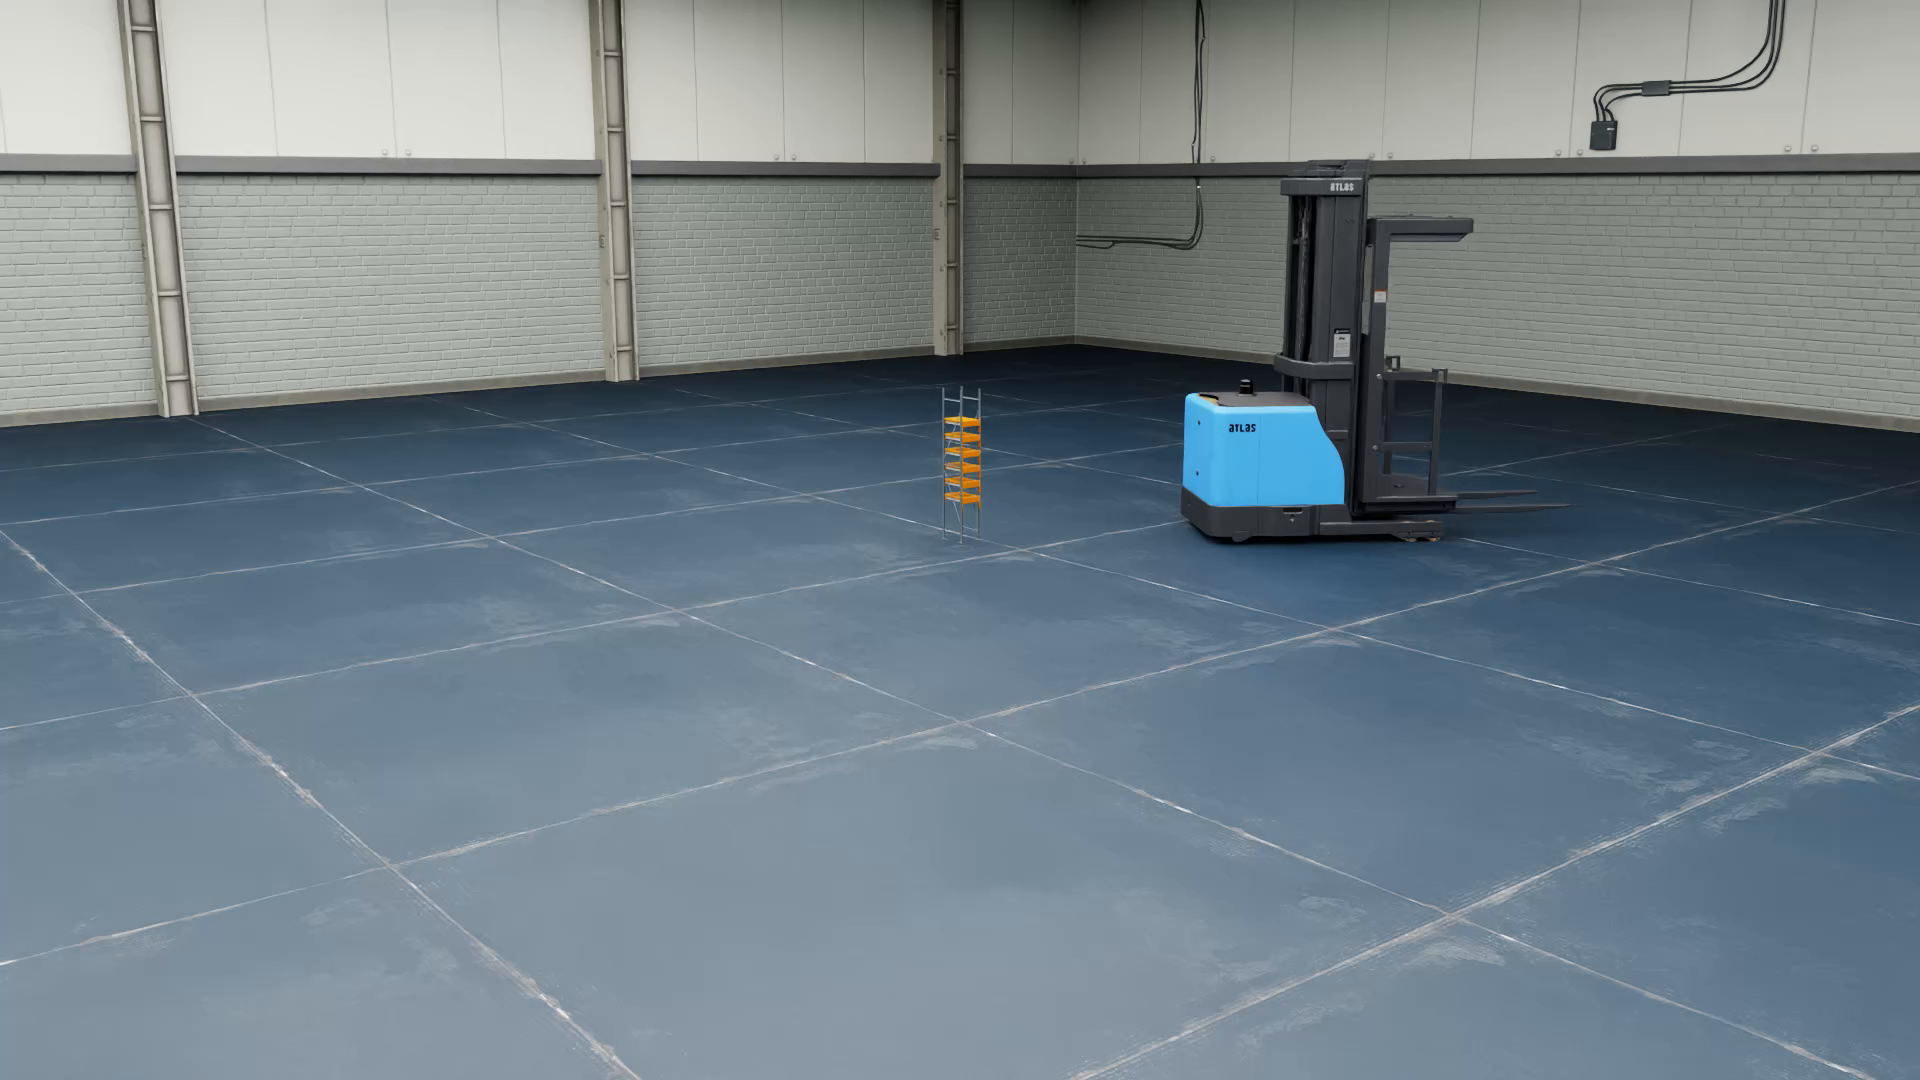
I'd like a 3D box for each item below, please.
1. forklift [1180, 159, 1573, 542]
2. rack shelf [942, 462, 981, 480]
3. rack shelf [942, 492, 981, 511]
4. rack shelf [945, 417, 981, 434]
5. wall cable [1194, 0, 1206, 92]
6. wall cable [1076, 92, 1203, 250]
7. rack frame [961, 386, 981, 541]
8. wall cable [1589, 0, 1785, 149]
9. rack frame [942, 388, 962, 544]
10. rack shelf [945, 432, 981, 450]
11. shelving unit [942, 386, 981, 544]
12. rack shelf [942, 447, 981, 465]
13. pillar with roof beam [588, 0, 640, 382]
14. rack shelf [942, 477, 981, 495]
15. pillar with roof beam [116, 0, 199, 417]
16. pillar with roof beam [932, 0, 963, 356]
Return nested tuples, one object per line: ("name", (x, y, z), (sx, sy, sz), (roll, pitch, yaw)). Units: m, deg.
("forklift", (3.384, -1.527, 13.264), (3.031, 2.935, 1.130), (-1, 12, -6))
("rack shelf", (0.011, -0.545, 13.022), (0.180, 0.103, 0.258), (-9, 15, -38))
("rack shelf", (0.011, -0.311, 13.072), (0.180, 0.103, 0.258), (-9, 15, -38))
("rack shelf", (0.011, -0.897, 12.947), (0.180, 0.103, 0.258), (-9, 15, -38))
("wall cable", (4.623, -8.174, 25.275), (0.112, 2.526, 3.097), (-9, 15, -38))
("wall cable", (2.933, -6.142, 27.866), (0.112, 2.526, 3.097), (-9, 15, -38))
("rack frame", (0.083, -0.601, 13.069), (0.006, 1.200, 0.240), (-9, 15, -38))
("wall cable", (8.852, -7.783, 19.929), (0.169, 6.003, 2.305), (-9, 15, -38))
("rack frame", (-0.060, -0.577, 12.957), (0.006, 1.200, 0.240), (-9, 15, -38))
("rack shelf", (0.011, -0.780, 12.972), (0.180, 0.103, 0.258), (-9, 15, -38))
("shelving unit", (0.011, -0.589, 13.013), (0.189, 1.200, 0.258), (-9, 15, -38))
("rack shelf", (0.011, -0.663, 12.997), (0.180, 0.103, 0.258), (-9, 15, -38))
("pillar with roof beam", (-2.189, -6.017, 19.799), (0.400, 9.000, 9.100), (-9, 15, -38))
("rack shelf", (0.011, -0.428, 13.047), (0.180, 0.103, 0.258), (-9, 15, -38))
("pillar with roof beam", (-6.874, -5.238, 16.132), (0.400, 9.000, 9.100), (-9, 15, -38))
("pillar with roof beam", (2.496, -6.795, 23.465), (0.400, 9.000, 9.100), (-9, 15, -38))
